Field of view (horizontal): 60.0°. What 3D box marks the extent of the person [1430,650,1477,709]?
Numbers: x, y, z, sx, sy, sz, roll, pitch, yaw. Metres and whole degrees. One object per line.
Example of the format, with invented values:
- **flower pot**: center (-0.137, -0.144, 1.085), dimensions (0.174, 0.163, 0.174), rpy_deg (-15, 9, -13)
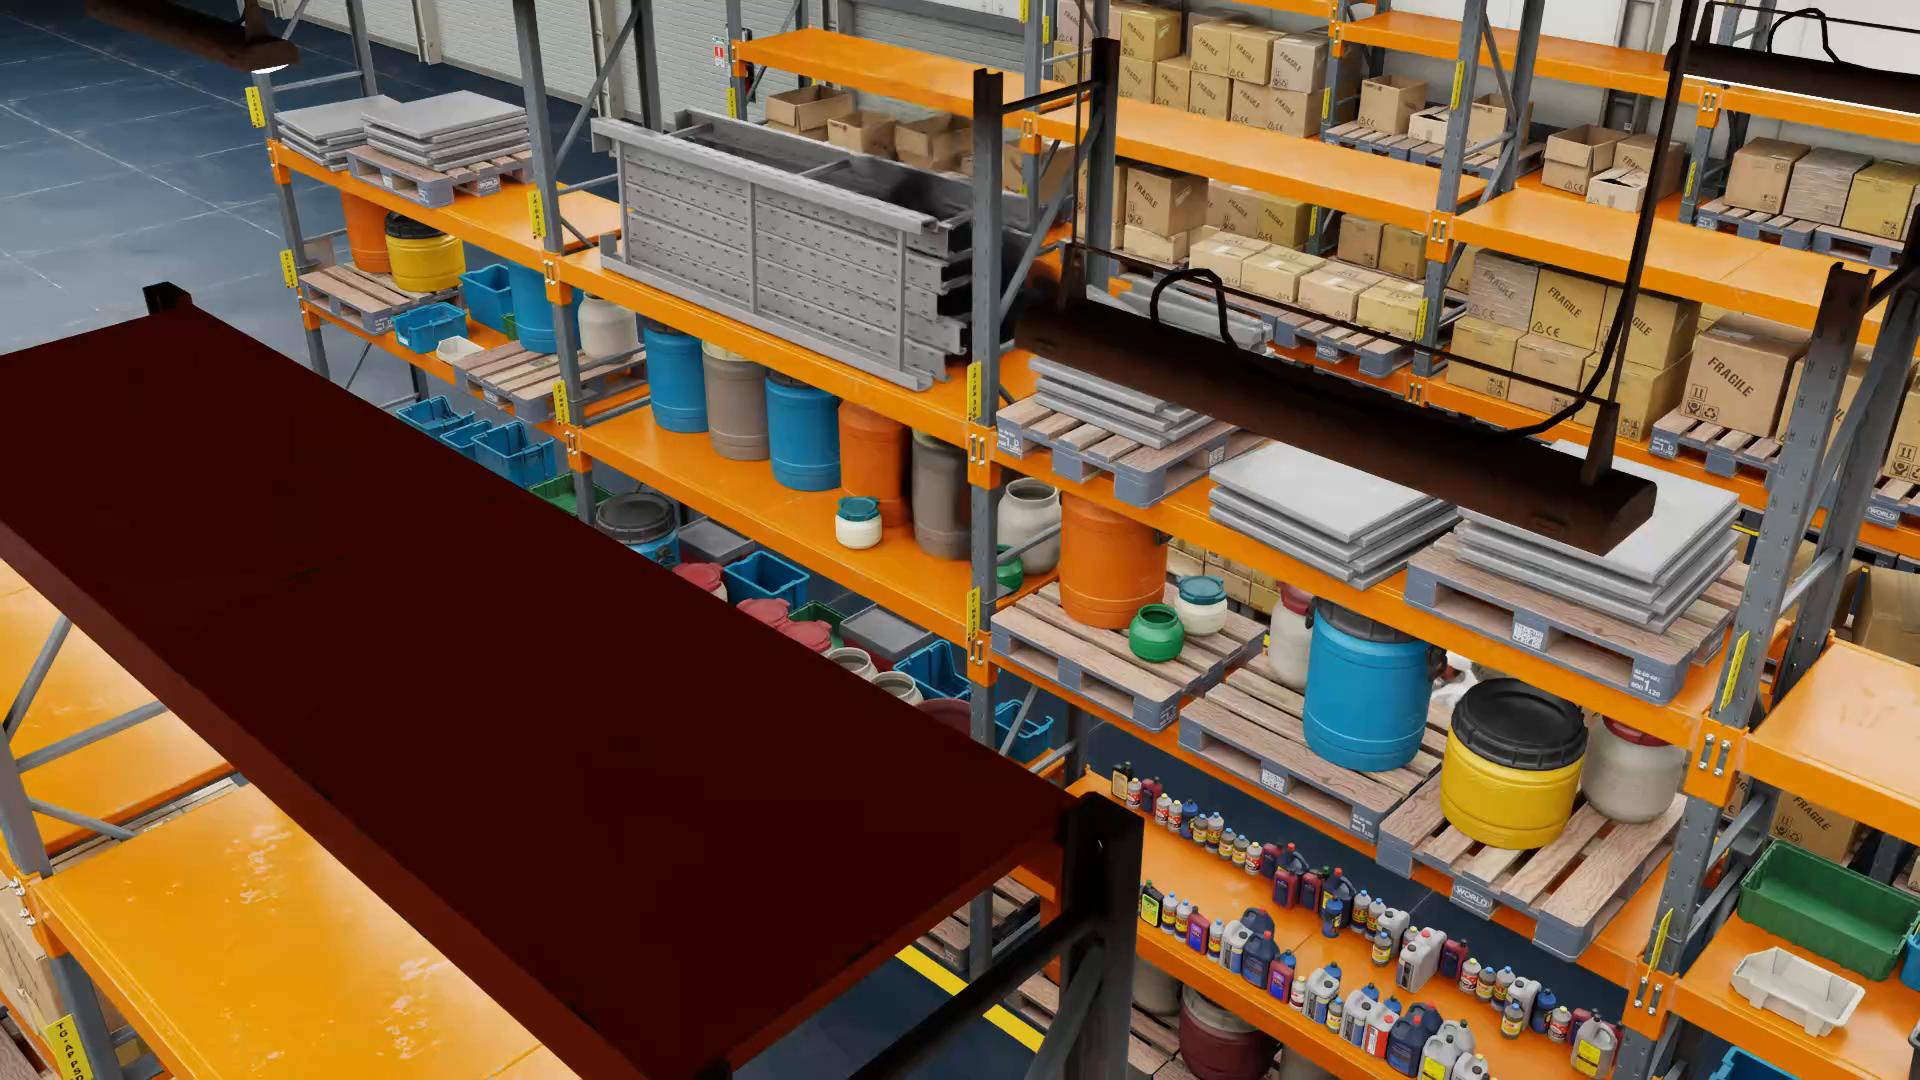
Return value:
- **person**: center (3.311, 1.475, 11.397), dimensions (0.809, 1.841, 0.604), rpy_deg (21, 36, 33)
